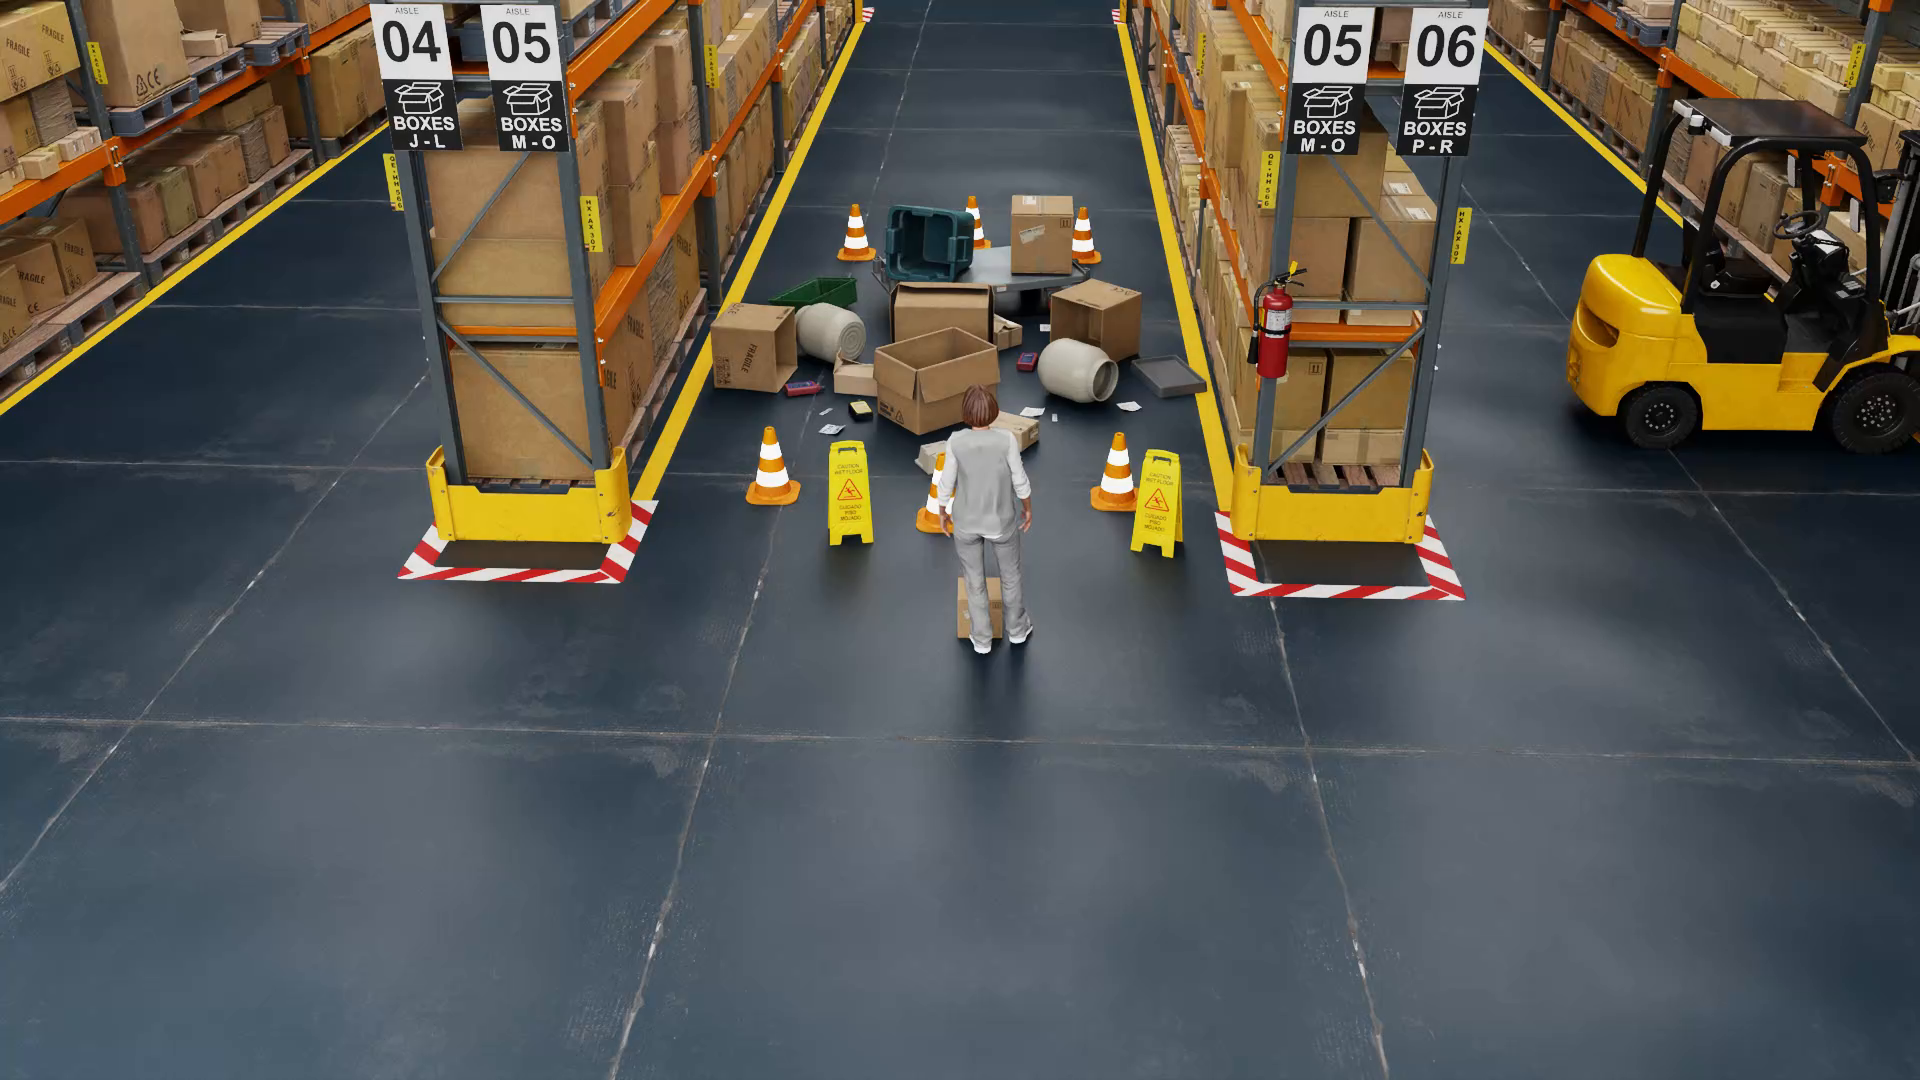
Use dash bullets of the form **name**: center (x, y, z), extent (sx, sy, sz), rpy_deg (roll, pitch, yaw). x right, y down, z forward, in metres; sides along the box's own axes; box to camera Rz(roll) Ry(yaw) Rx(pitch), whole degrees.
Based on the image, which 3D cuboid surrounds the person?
- **person**: center (0.142, -0.131, 8.856), extent (0.521, 1.600, 0.472), rpy_deg (1, 28, 2)
